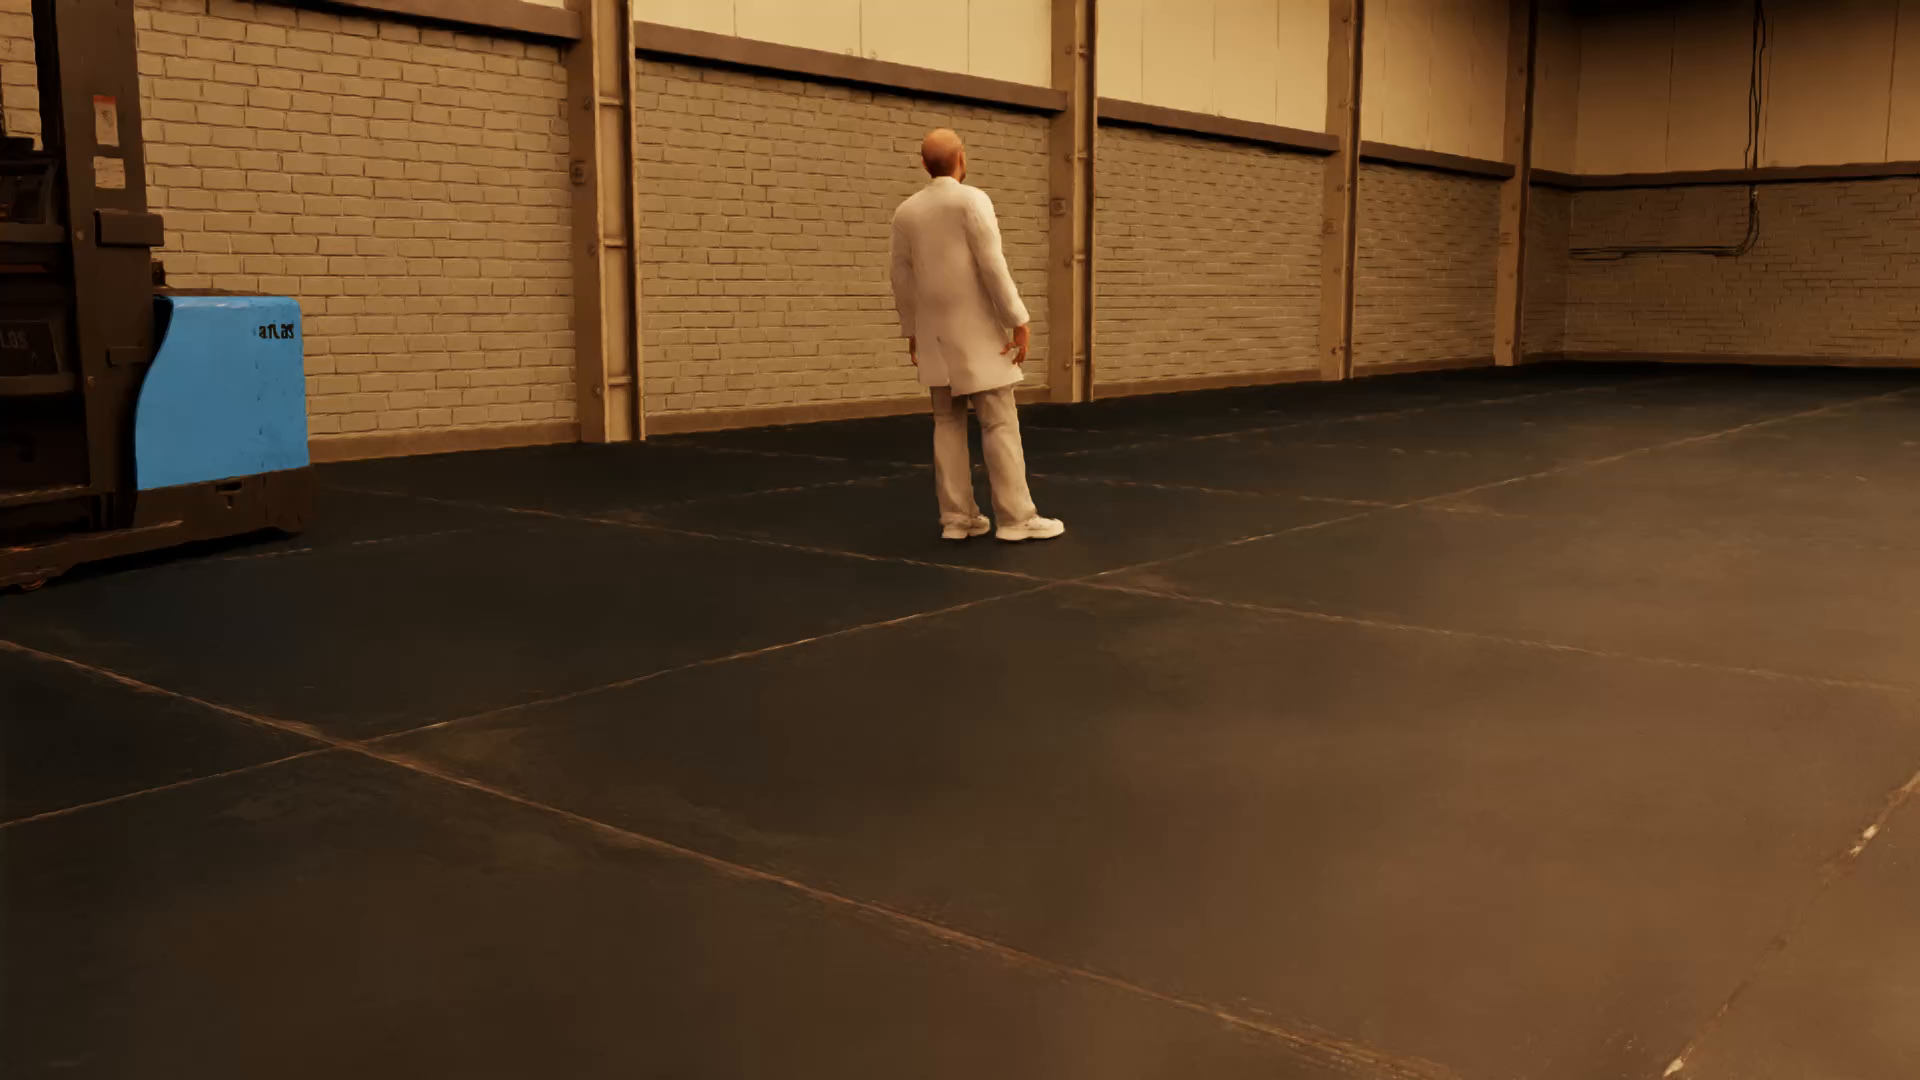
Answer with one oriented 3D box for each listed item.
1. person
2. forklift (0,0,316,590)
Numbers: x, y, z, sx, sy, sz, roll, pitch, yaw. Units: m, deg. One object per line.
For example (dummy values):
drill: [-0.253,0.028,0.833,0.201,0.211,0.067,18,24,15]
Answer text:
person: [0.061,-0.896,7.342,0.694,1.776,0.579,7,11,38]
forklift: [-3.897,-1.302,6.183,1.130,2.935,3.031,3,9,19]
